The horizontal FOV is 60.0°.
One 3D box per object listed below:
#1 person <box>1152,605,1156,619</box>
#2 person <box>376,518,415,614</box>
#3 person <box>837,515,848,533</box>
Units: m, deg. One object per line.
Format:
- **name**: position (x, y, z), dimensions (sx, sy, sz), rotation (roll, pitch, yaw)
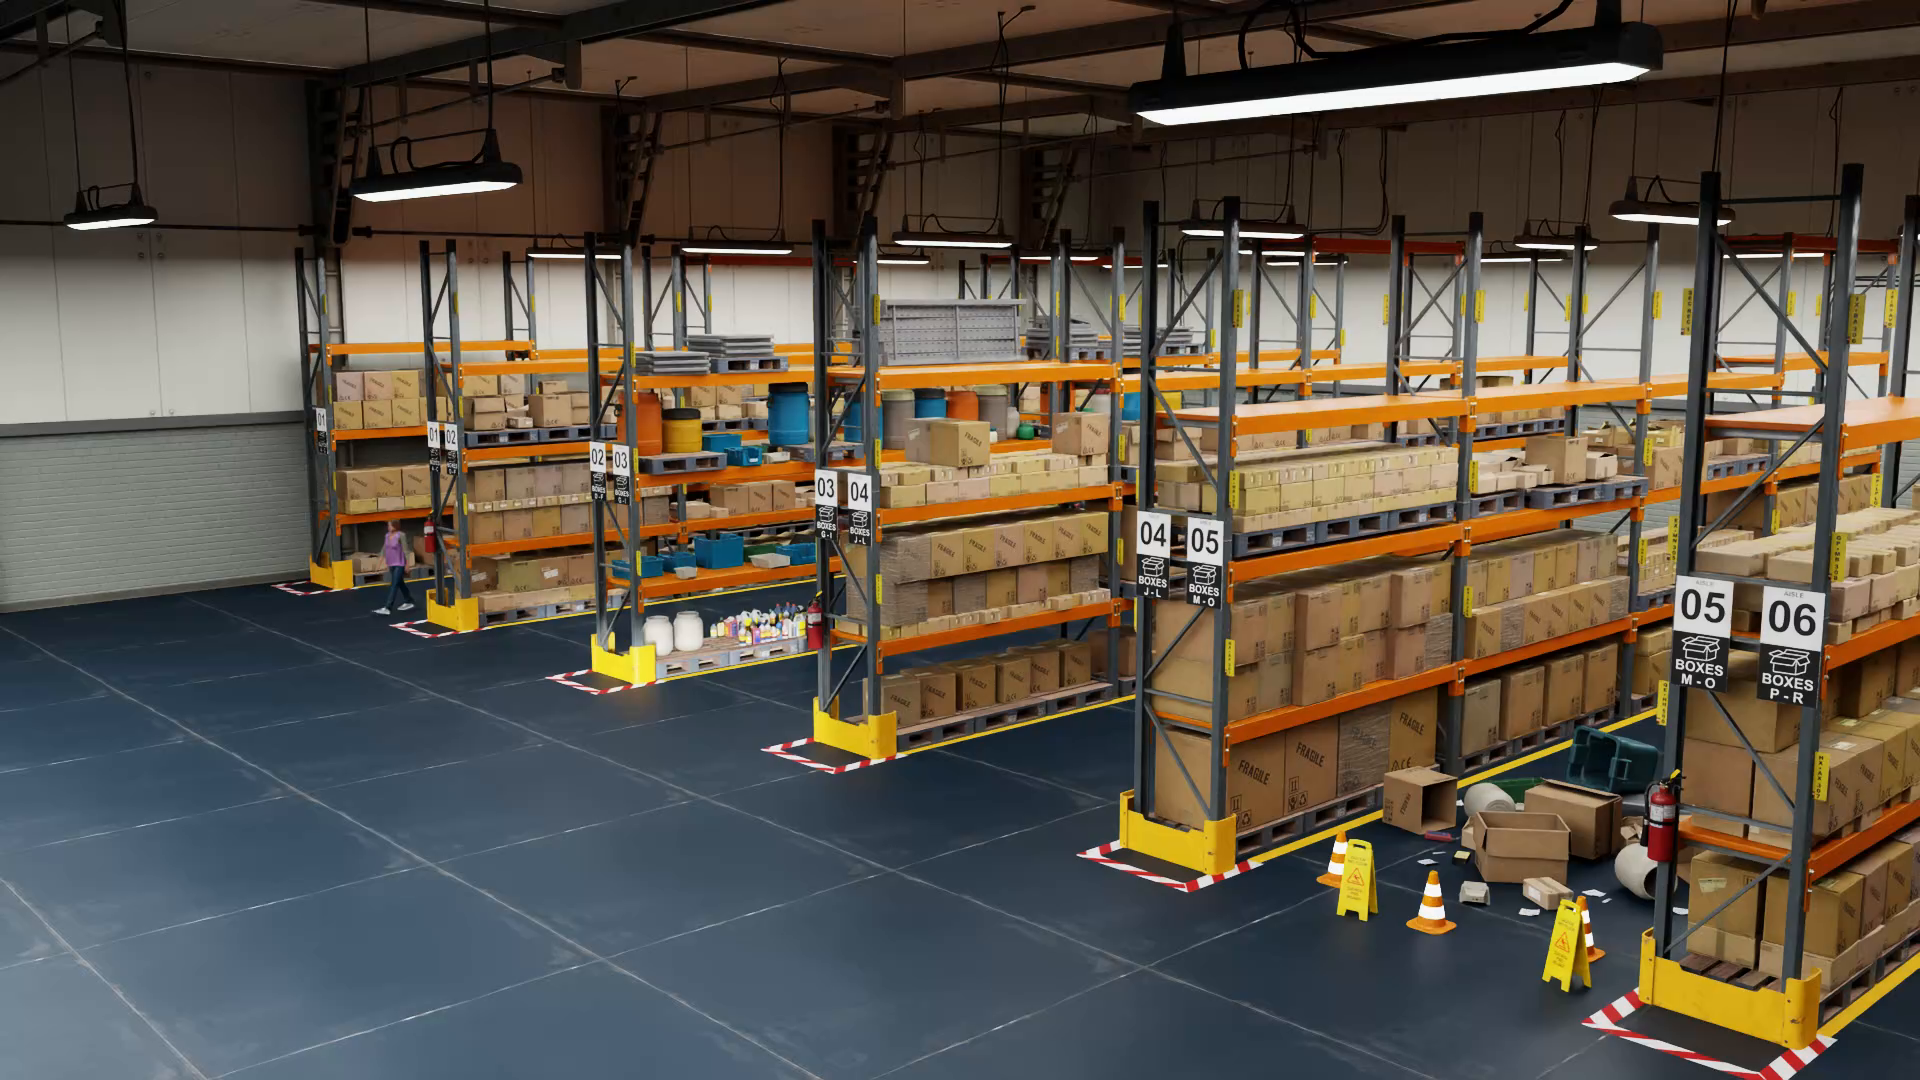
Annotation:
- **person**: position (3.146, 0.473, 24.942), dimensions (0.638, 1.769, 0.568), rotation (2, 9, 14)
- **person**: position (-9.238, 0.418, 27.058), dimensions (0.436, 1.566, 0.847), rotation (5, 10, 29)
- **person**: position (-2.626, -0.874, 35.586), dimensions (0.470, 1.673, 0.495), rotation (-1, 8, -7)
